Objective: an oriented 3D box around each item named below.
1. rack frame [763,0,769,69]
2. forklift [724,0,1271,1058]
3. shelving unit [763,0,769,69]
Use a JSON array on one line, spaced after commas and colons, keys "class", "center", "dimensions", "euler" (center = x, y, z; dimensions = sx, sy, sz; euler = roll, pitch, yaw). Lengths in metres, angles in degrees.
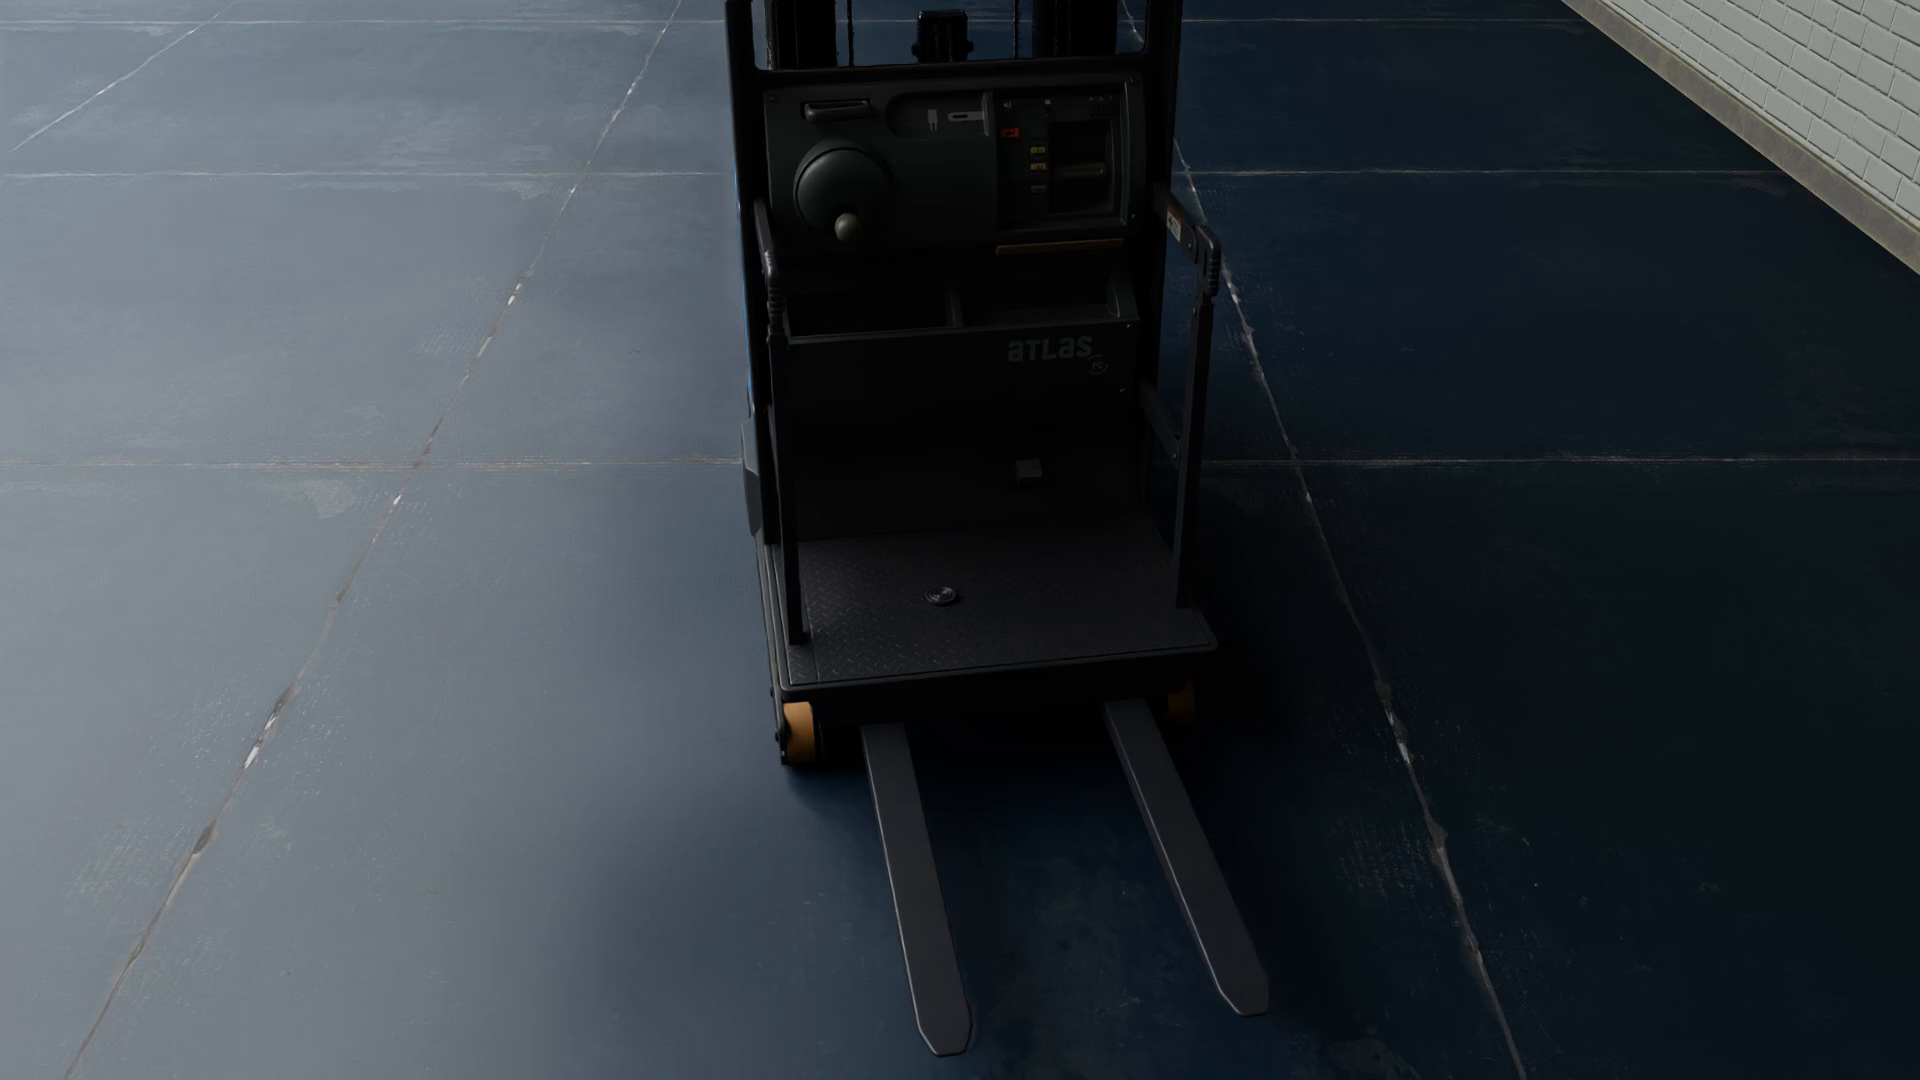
[{"class": "rack frame", "center": [-0.606, -1.159, 5.703], "dimensions": [0.032, 1.500, 0.500], "euler": [-5, 30, -8]}, {"class": "forklift", "center": [0.032, -0.876, 3.868], "dimensions": [1.130, 2.935, 3.031], "euler": [-5, 32, -8]}, {"class": "shelving unit", "center": [-0.104, -1.201, 5.772], "dimensions": [1.048, 1.500, 0.538], "euler": [-5, 30, -8]}]
